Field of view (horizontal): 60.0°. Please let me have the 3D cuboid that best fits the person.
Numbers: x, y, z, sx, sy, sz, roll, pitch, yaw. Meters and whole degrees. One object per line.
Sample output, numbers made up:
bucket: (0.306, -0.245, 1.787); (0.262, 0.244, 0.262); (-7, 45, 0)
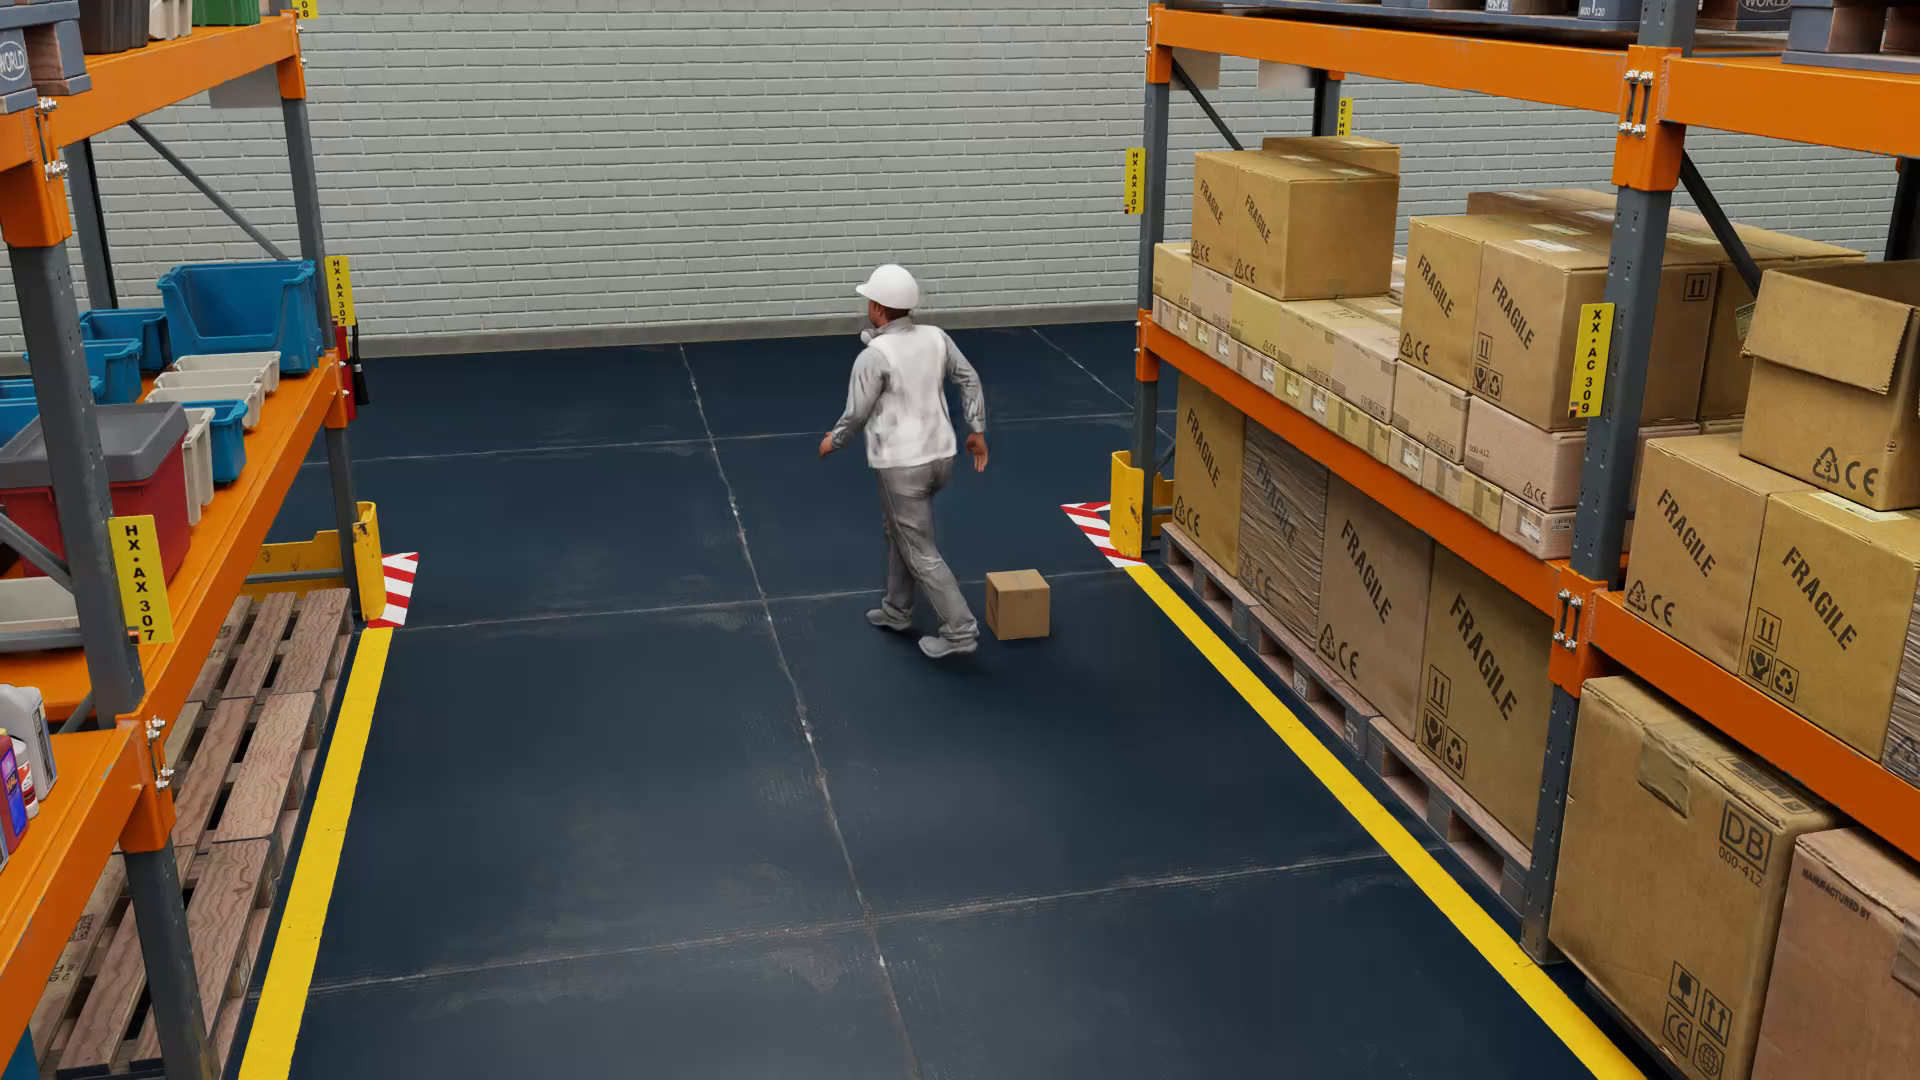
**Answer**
person: (-0.218, -0.337, 7.461); (0.811, 1.773, 0.661); (14, 24, 34)
